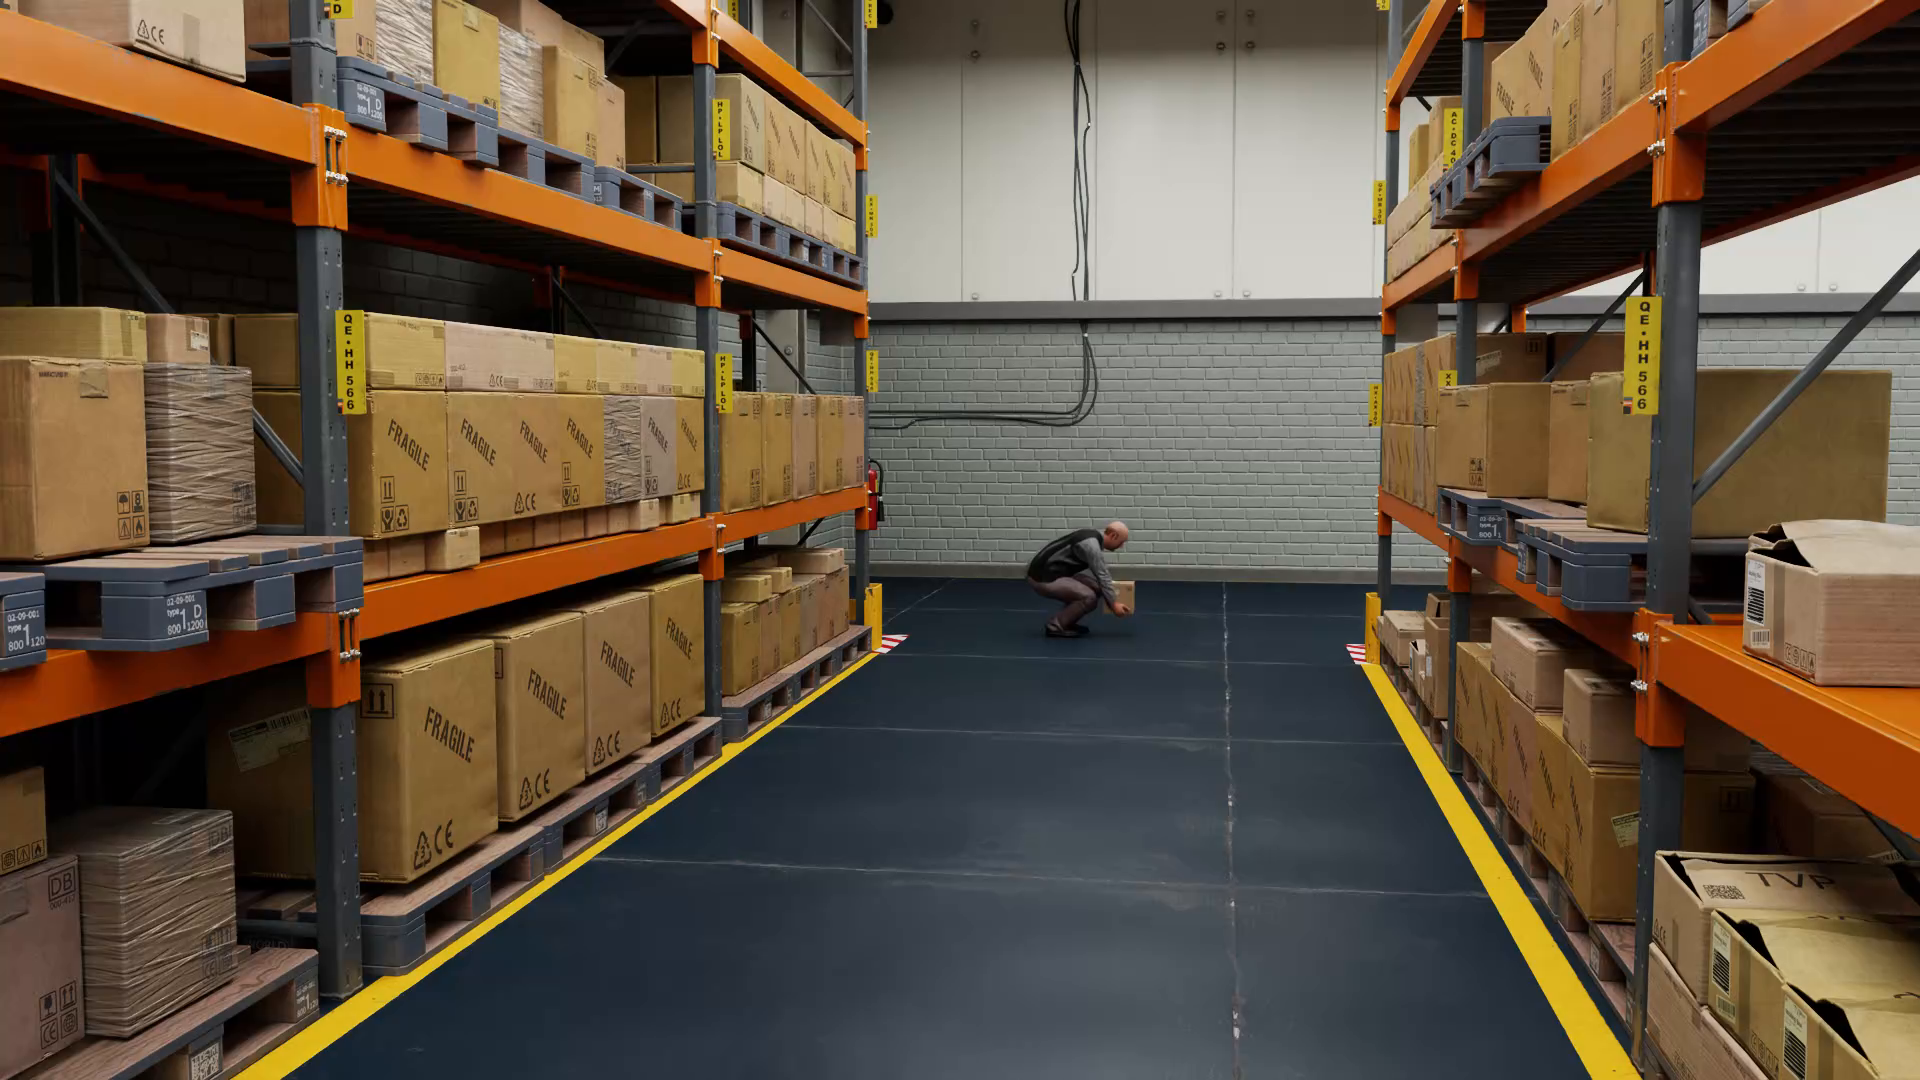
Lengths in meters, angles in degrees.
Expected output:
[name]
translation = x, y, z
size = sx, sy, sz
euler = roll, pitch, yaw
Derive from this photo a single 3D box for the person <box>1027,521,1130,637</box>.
[person]
translation = 1.008, 0.331, 14.039
size = 0.876, 0.959, 0.513
euler = 1, 4, 7
